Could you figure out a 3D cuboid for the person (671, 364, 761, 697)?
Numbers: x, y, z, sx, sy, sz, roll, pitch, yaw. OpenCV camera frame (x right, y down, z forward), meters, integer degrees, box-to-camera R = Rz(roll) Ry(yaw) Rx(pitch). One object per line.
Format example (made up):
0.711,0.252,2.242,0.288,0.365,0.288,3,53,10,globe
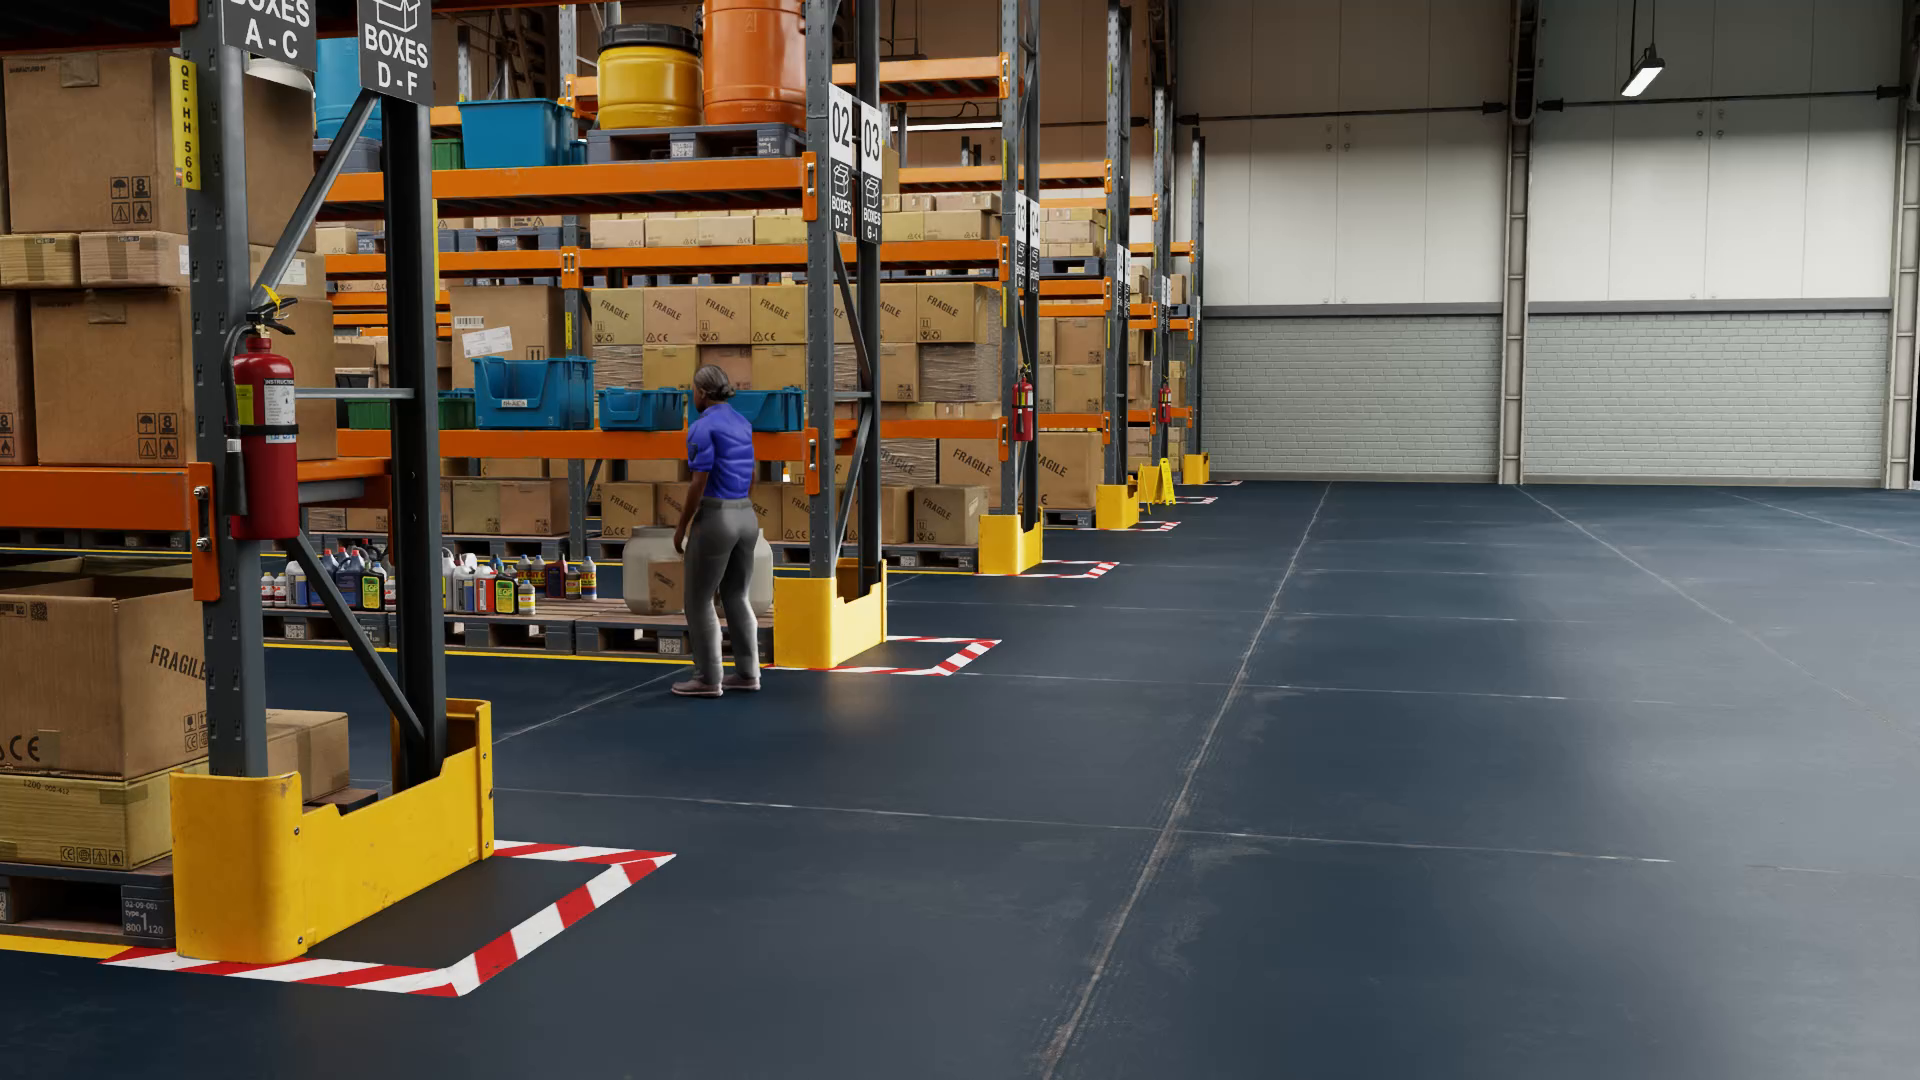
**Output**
-1.228,-0.049,8.343,0.398,1.660,0.492,3,6,32,person
